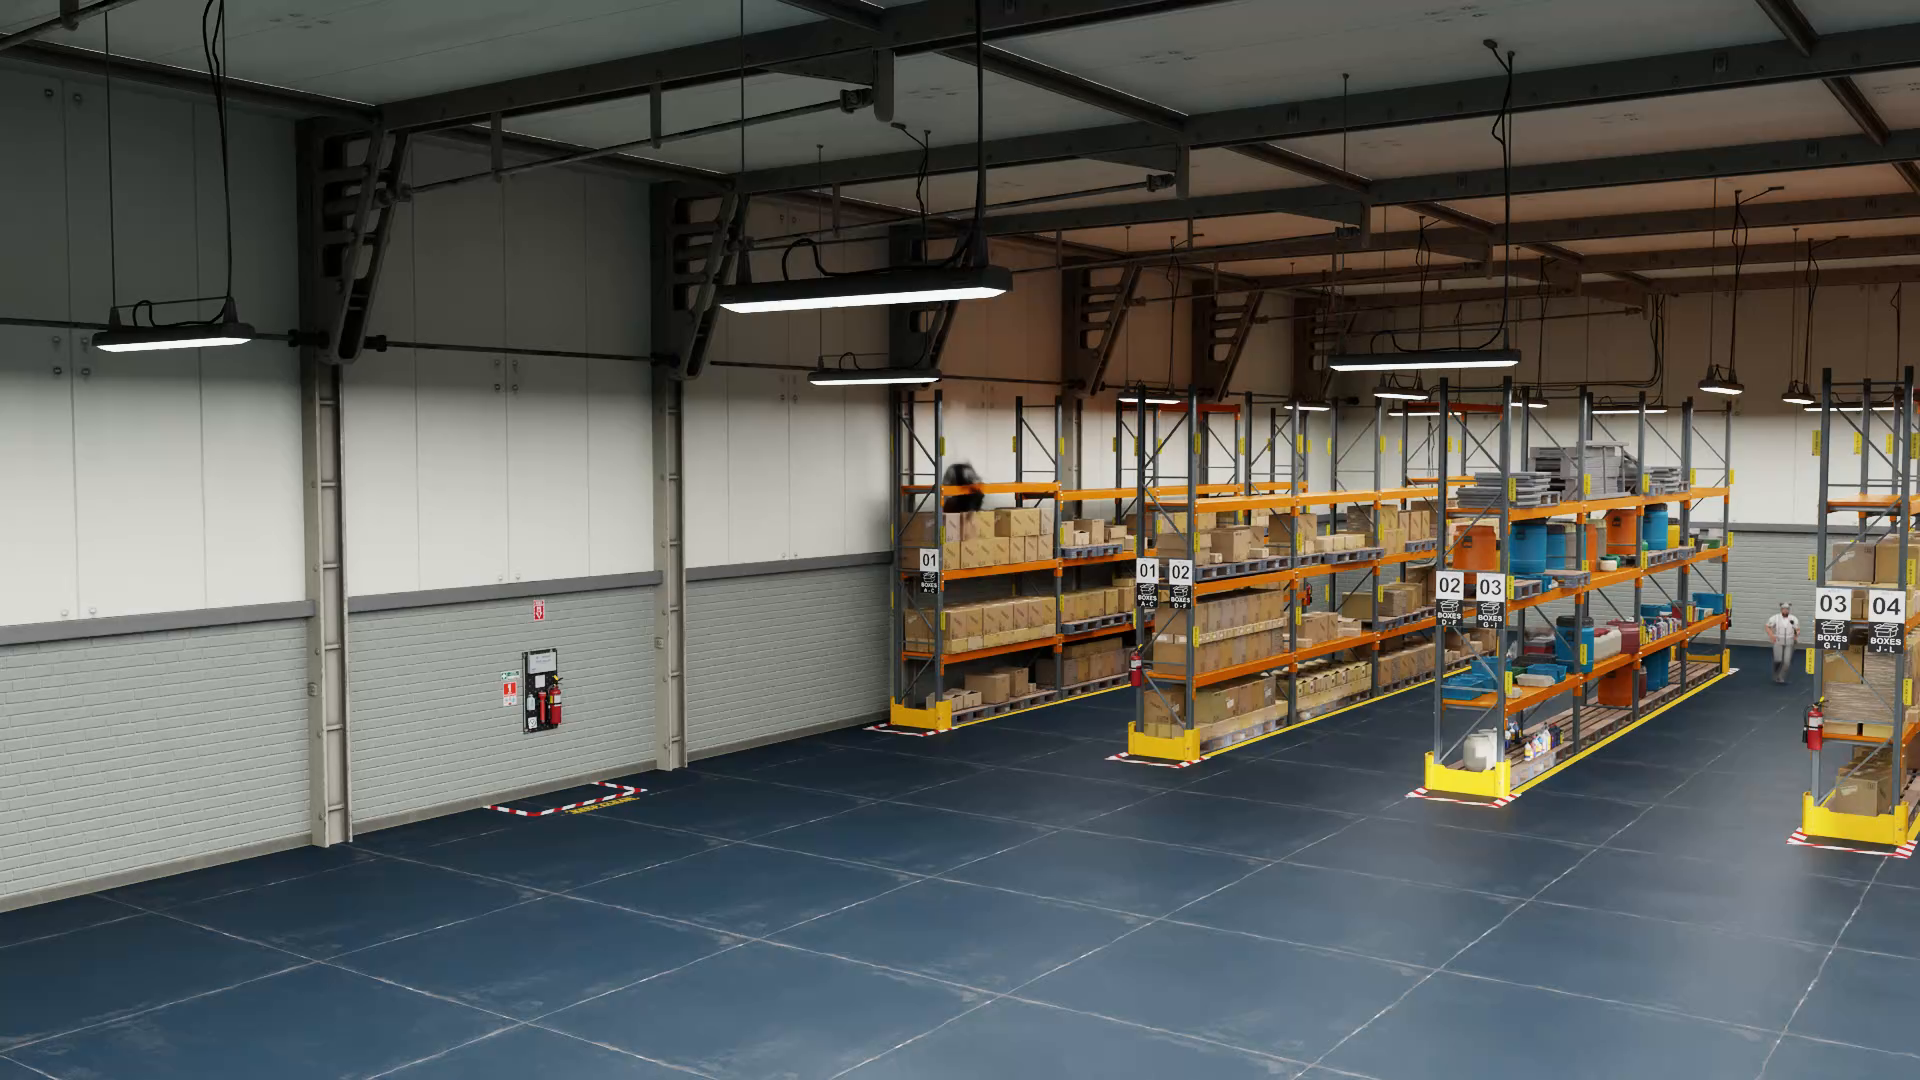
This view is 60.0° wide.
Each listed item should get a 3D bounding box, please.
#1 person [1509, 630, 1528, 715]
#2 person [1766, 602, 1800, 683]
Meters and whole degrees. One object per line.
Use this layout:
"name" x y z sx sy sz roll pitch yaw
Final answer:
"person" 10.446 2.456 31.032 0.504 1.611 0.677 2 4 30
"person" 17.308 2.157 34.941 0.645 1.730 0.585 1 3 17
